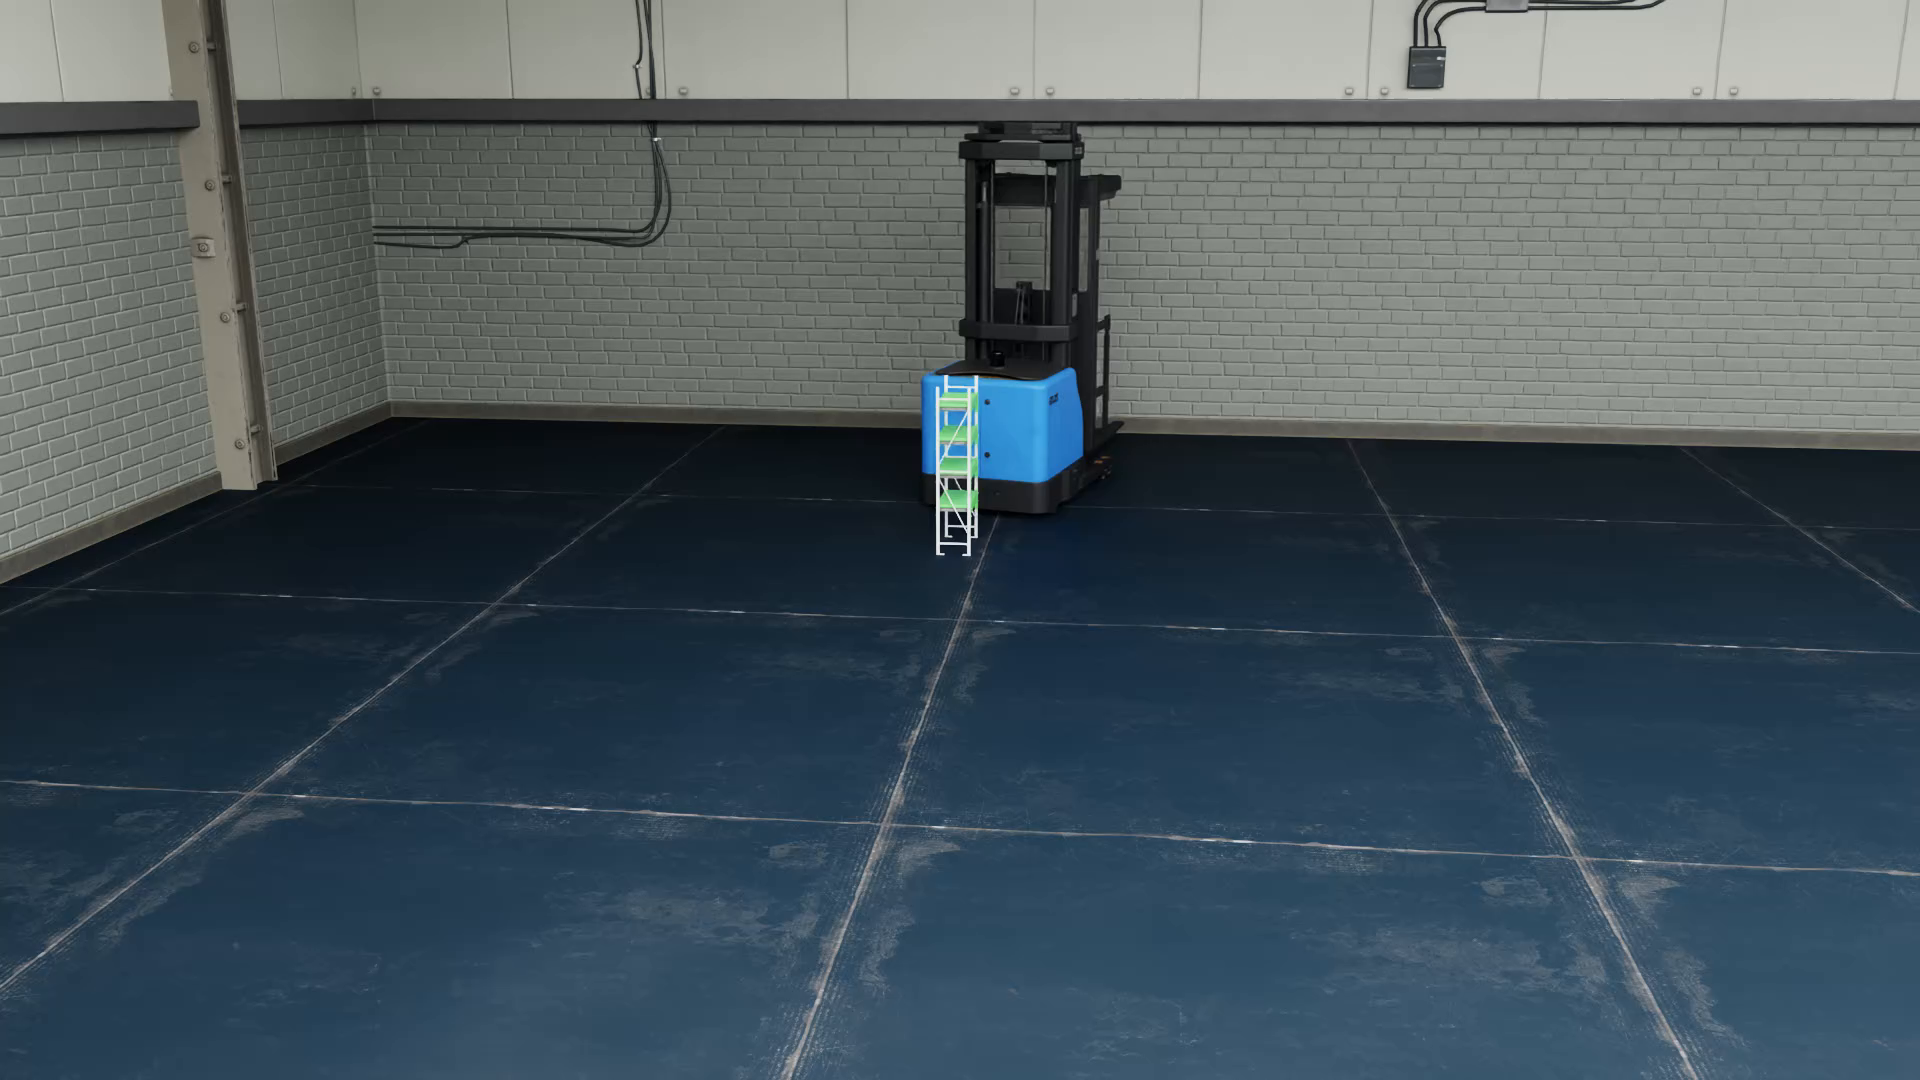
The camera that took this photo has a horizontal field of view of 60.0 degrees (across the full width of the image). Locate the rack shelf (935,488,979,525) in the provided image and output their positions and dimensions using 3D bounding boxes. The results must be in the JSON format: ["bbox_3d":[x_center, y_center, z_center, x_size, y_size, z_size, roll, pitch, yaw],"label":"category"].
[{"bbox_3d":[-0.019,-0.243,11.926,0.258,0.148,0.480,2,15,6],"label":"rack shelf"}]

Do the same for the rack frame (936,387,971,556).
[{"bbox_3d":[-0.046,-0.473,11.613,0.240,1.200,0.015,2,15,6],"label":"rack frame"}]

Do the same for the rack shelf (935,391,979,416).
[{"bbox_3d":[-0.019,-0.938,11.738,0.258,0.148,0.480,2,15,6],"label":"rack shelf"}]

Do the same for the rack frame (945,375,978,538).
[{"bbox_3d":[0.009,-0.600,12.081,0.240,1.200,0.015,2,15,6],"label":"rack frame"}]

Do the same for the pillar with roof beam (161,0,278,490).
[{"bbox_3d":[-1.664,-4.685,12.249,9.100,9.000,0.400,2,15,6],"label":"pillar with roof beam"}]

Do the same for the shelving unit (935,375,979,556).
[{"bbox_3d":[-0.019,-0.536,11.847,0.258,1.200,0.503,2,15,6],"label":"shelving unit"}]

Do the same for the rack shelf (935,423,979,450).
[{"bbox_3d":[-0.019,-0.706,11.801,0.258,0.148,0.480,2,15,6],"label":"rack shelf"}]

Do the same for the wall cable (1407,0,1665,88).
[{"bbox_3d":[5.136,-6.895,13.906,2.305,6.003,0.169,2,15,6],"label":"wall cable"}]

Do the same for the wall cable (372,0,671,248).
[{"bbox_3d":[-4.295,-4.038,15.804,3.097,2.526,0.112,2,15,6],"label":"wall cable"}]

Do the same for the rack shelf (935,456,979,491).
[{"bbox_3d":[-0.019,-0.475,11.863,0.258,0.148,0.480,2,15,6],"label":"rack shelf"}]

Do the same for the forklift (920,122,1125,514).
[{"bbox_3d":[0.675,-1.954,13.773,1.130,2.935,3.031,6,16,20],"label":"forklift"}]
